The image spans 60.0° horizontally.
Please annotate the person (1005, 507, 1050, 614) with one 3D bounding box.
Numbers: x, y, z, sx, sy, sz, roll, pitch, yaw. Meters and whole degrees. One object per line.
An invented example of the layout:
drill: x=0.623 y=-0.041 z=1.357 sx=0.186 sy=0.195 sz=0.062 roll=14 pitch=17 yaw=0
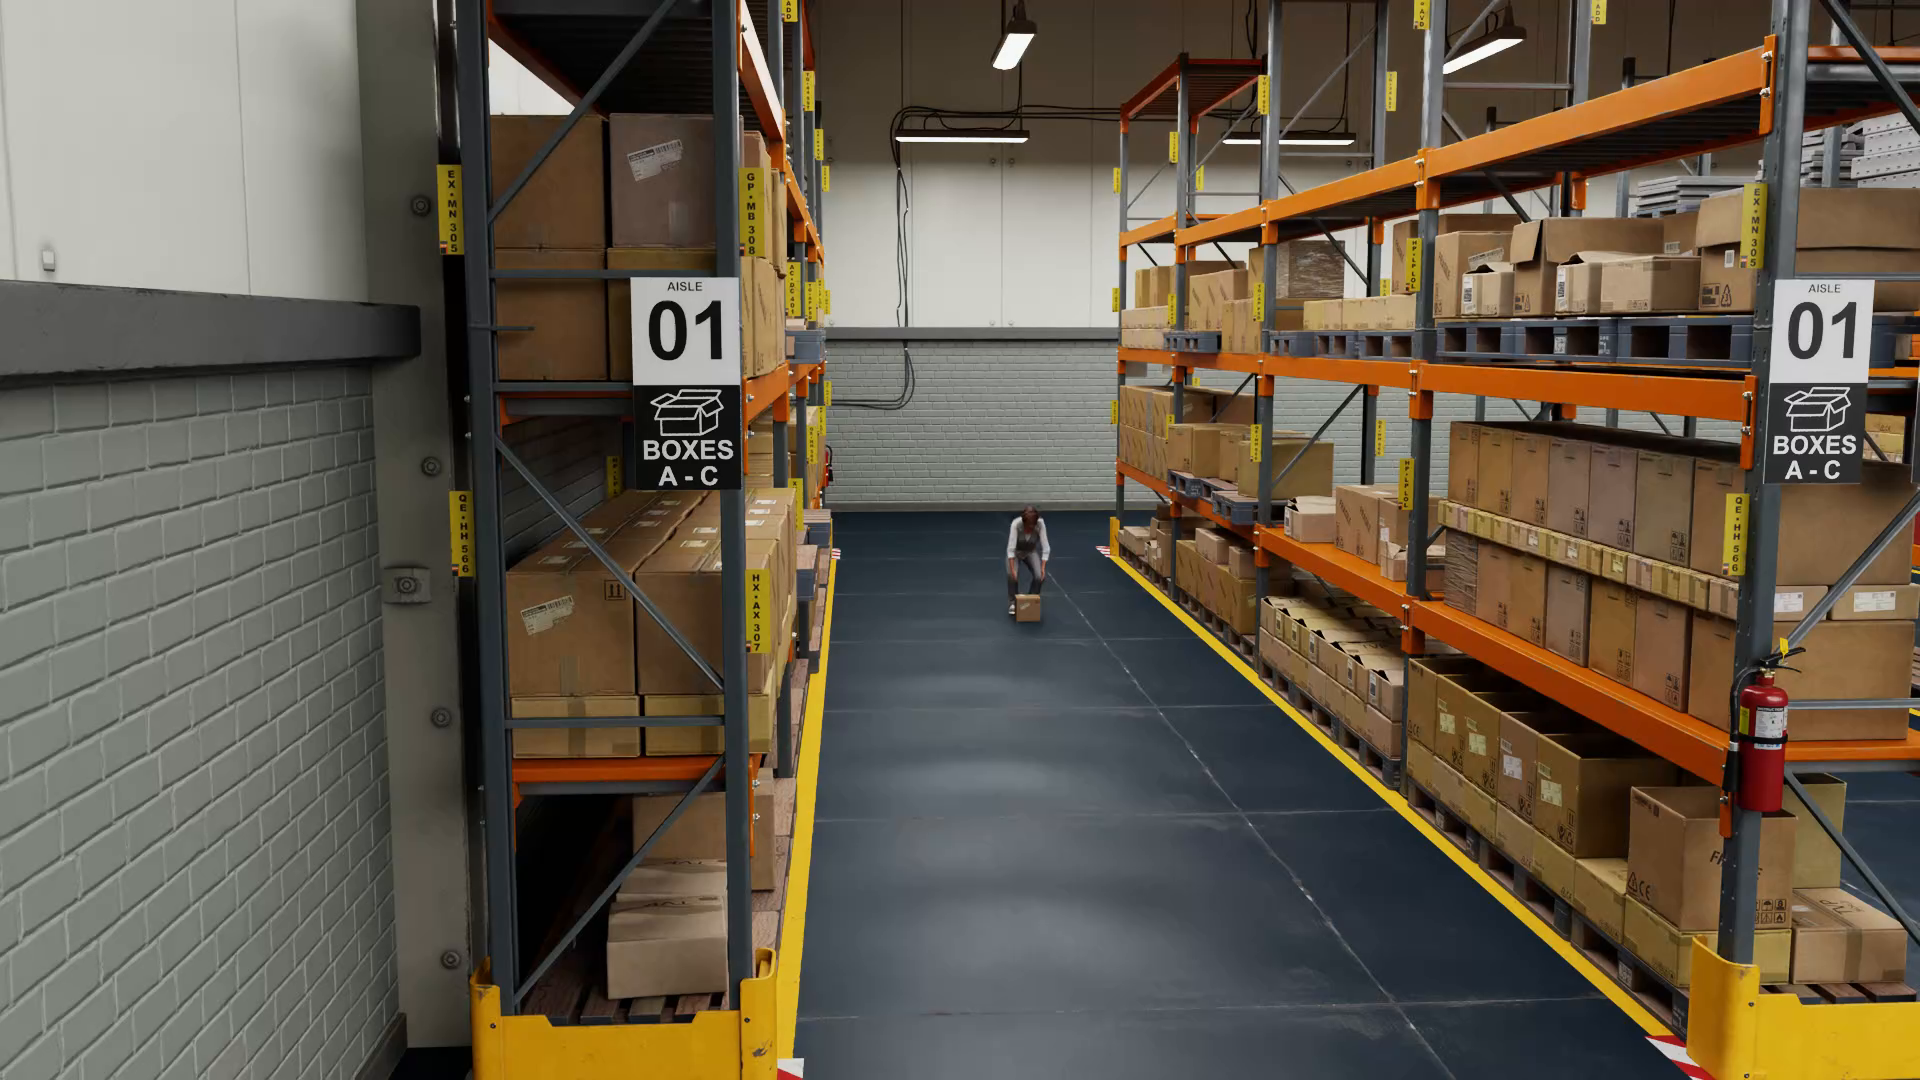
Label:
person: x=0.720 y=0.206 z=17.829 sx=0.461 sy=1.186 sz=0.714 roll=0 pitch=7 yaw=-4
